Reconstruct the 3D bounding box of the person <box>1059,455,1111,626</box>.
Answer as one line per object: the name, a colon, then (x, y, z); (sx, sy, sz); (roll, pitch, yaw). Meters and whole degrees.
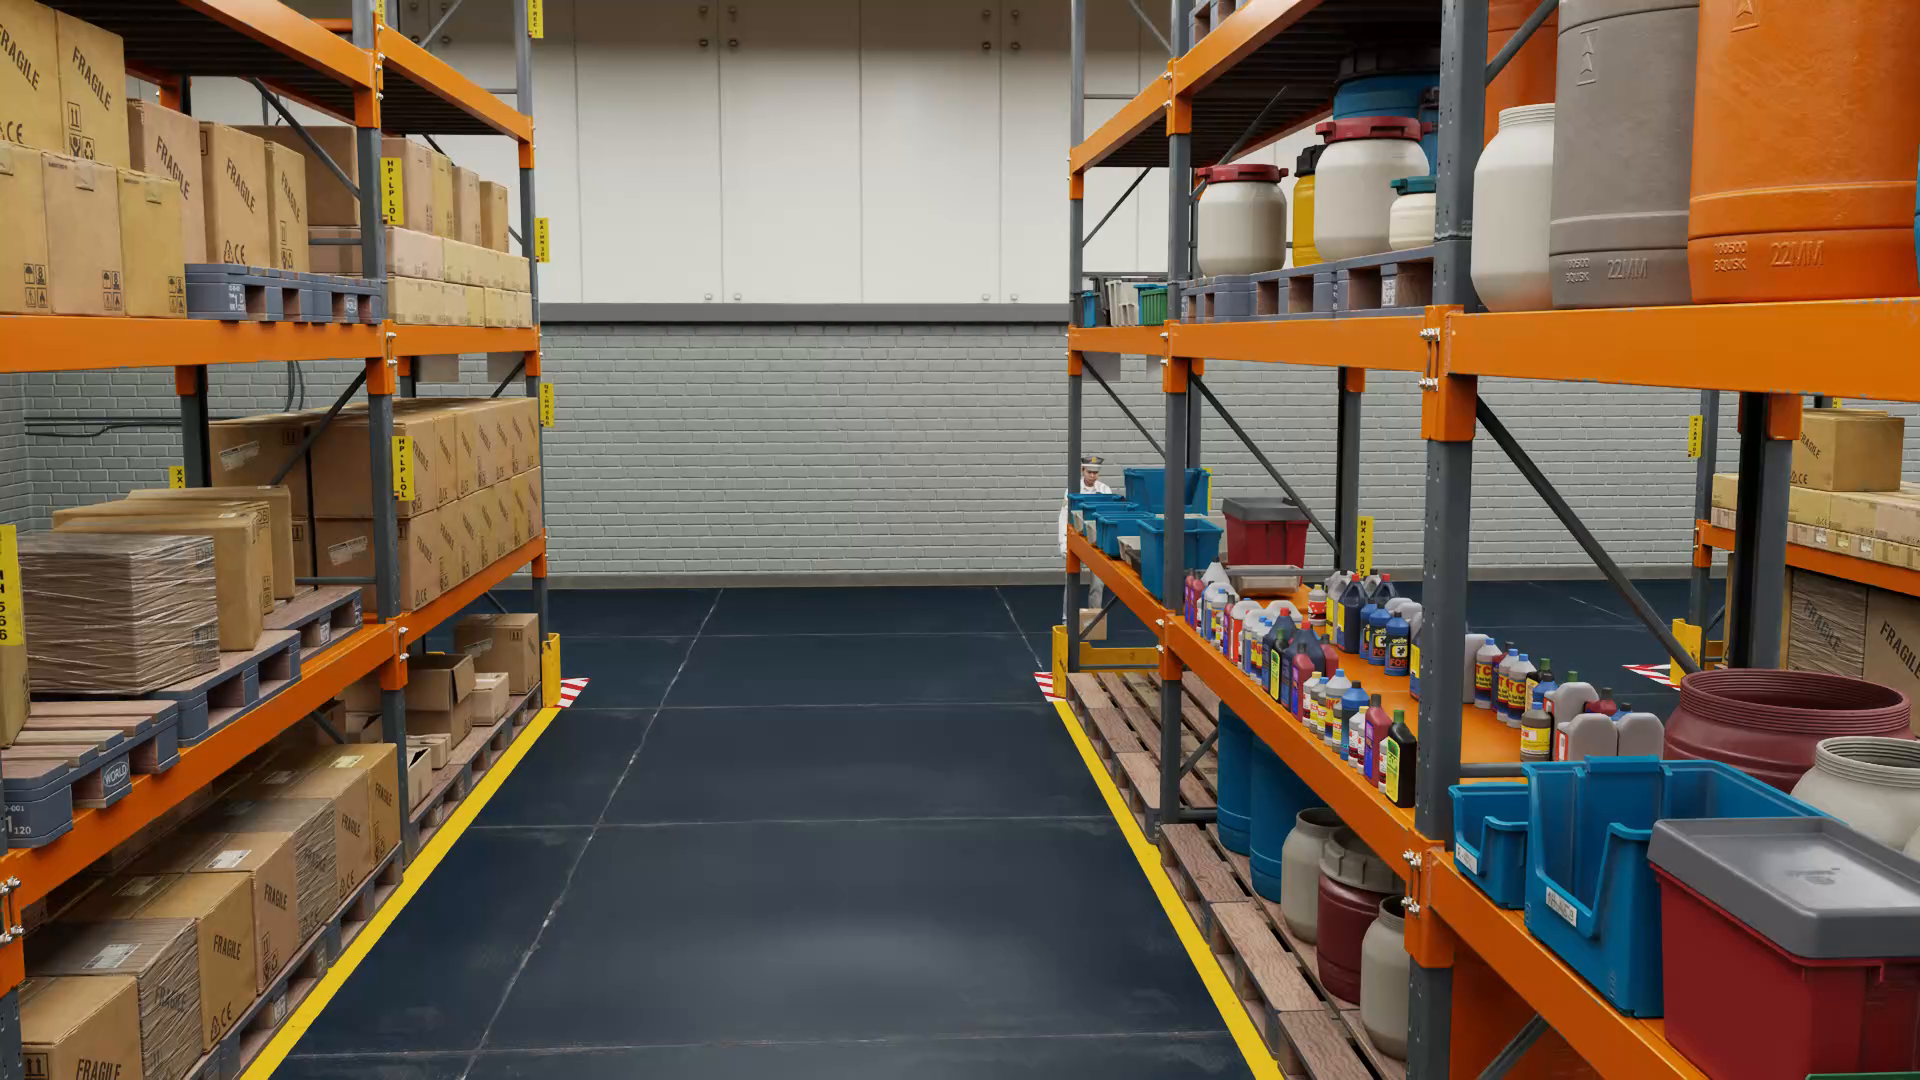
person: (1.180, 0.045, 15.368); (0.539, 1.663, 0.405); (-1, 7, -5)
